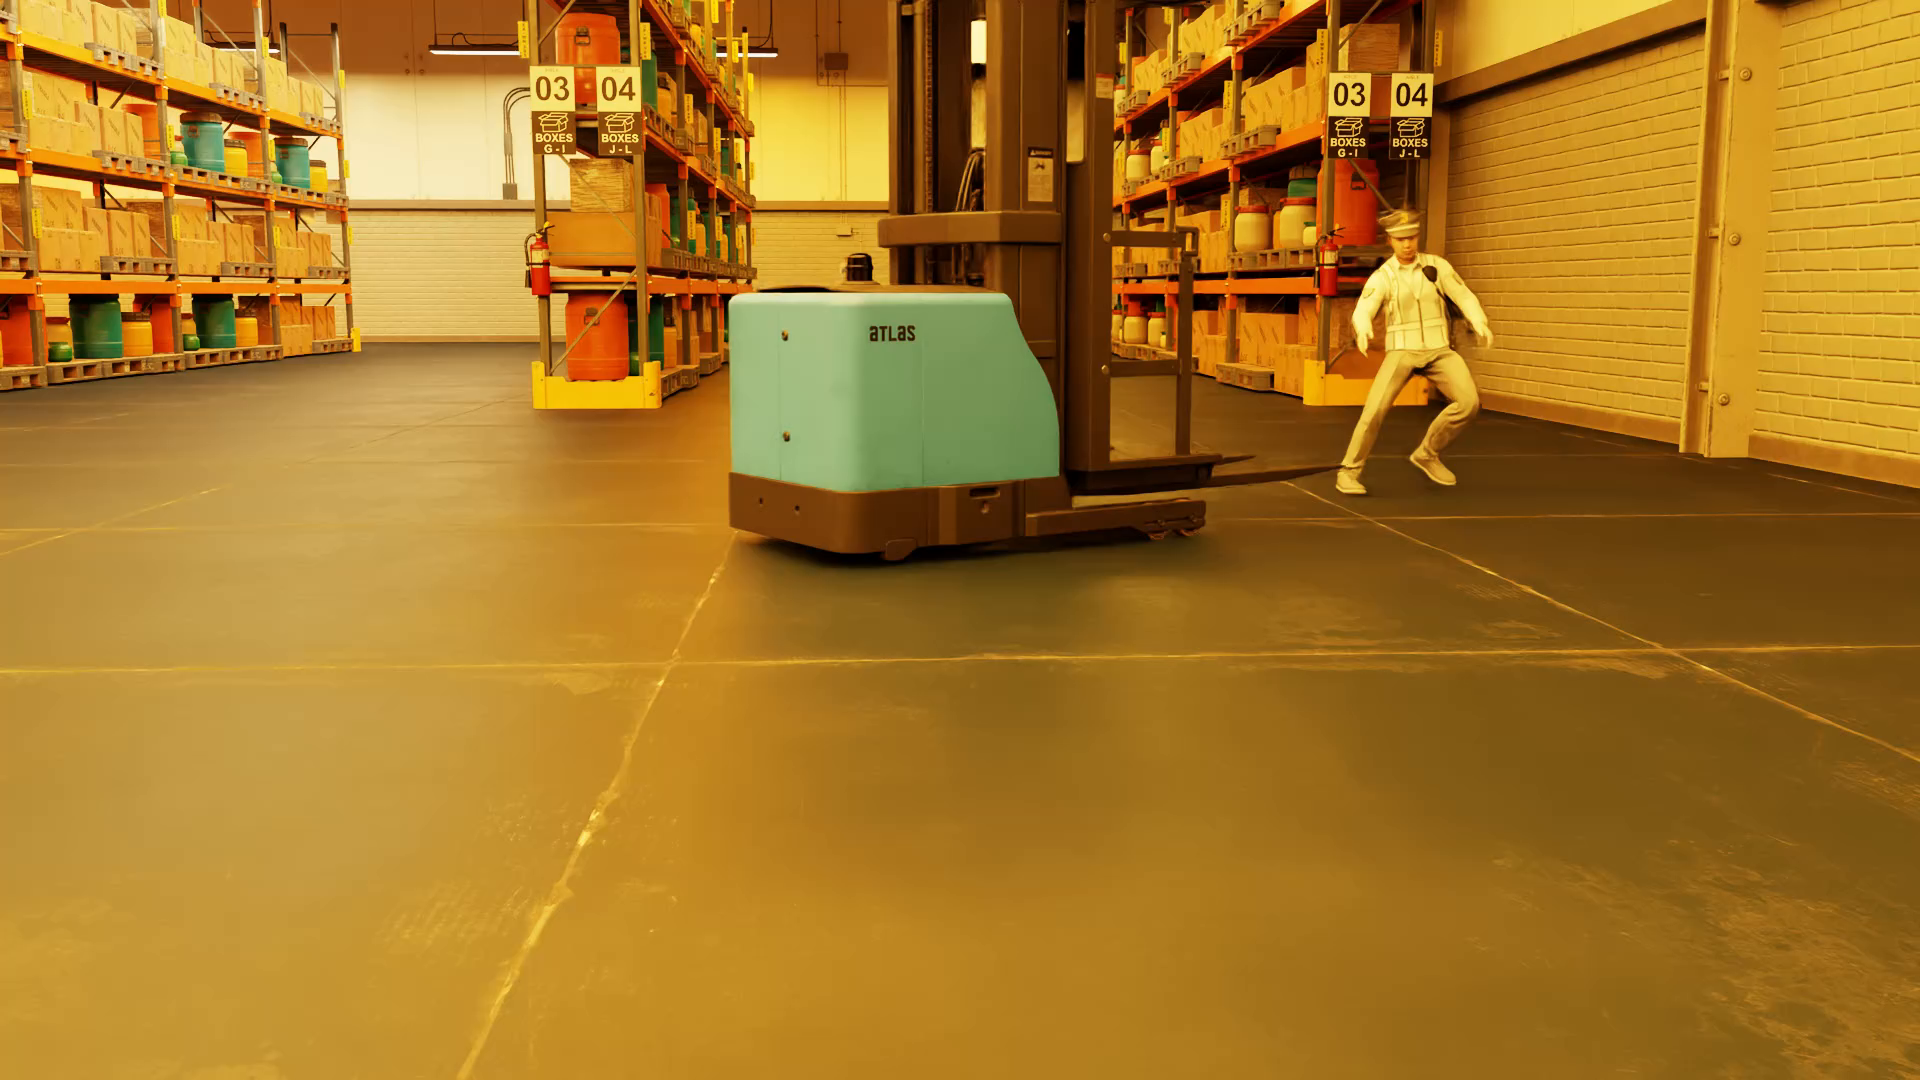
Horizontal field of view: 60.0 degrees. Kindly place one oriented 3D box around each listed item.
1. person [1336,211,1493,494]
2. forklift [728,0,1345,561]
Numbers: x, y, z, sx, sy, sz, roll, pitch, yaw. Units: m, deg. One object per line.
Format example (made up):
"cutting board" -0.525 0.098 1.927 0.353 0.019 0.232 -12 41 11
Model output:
"person" 2.446 -1.011 8.950 0.781 1.513 0.638 0 8 3
"forklift" 0.491 -1.510 7.503 3.031 2.935 1.130 -6 10 -35
